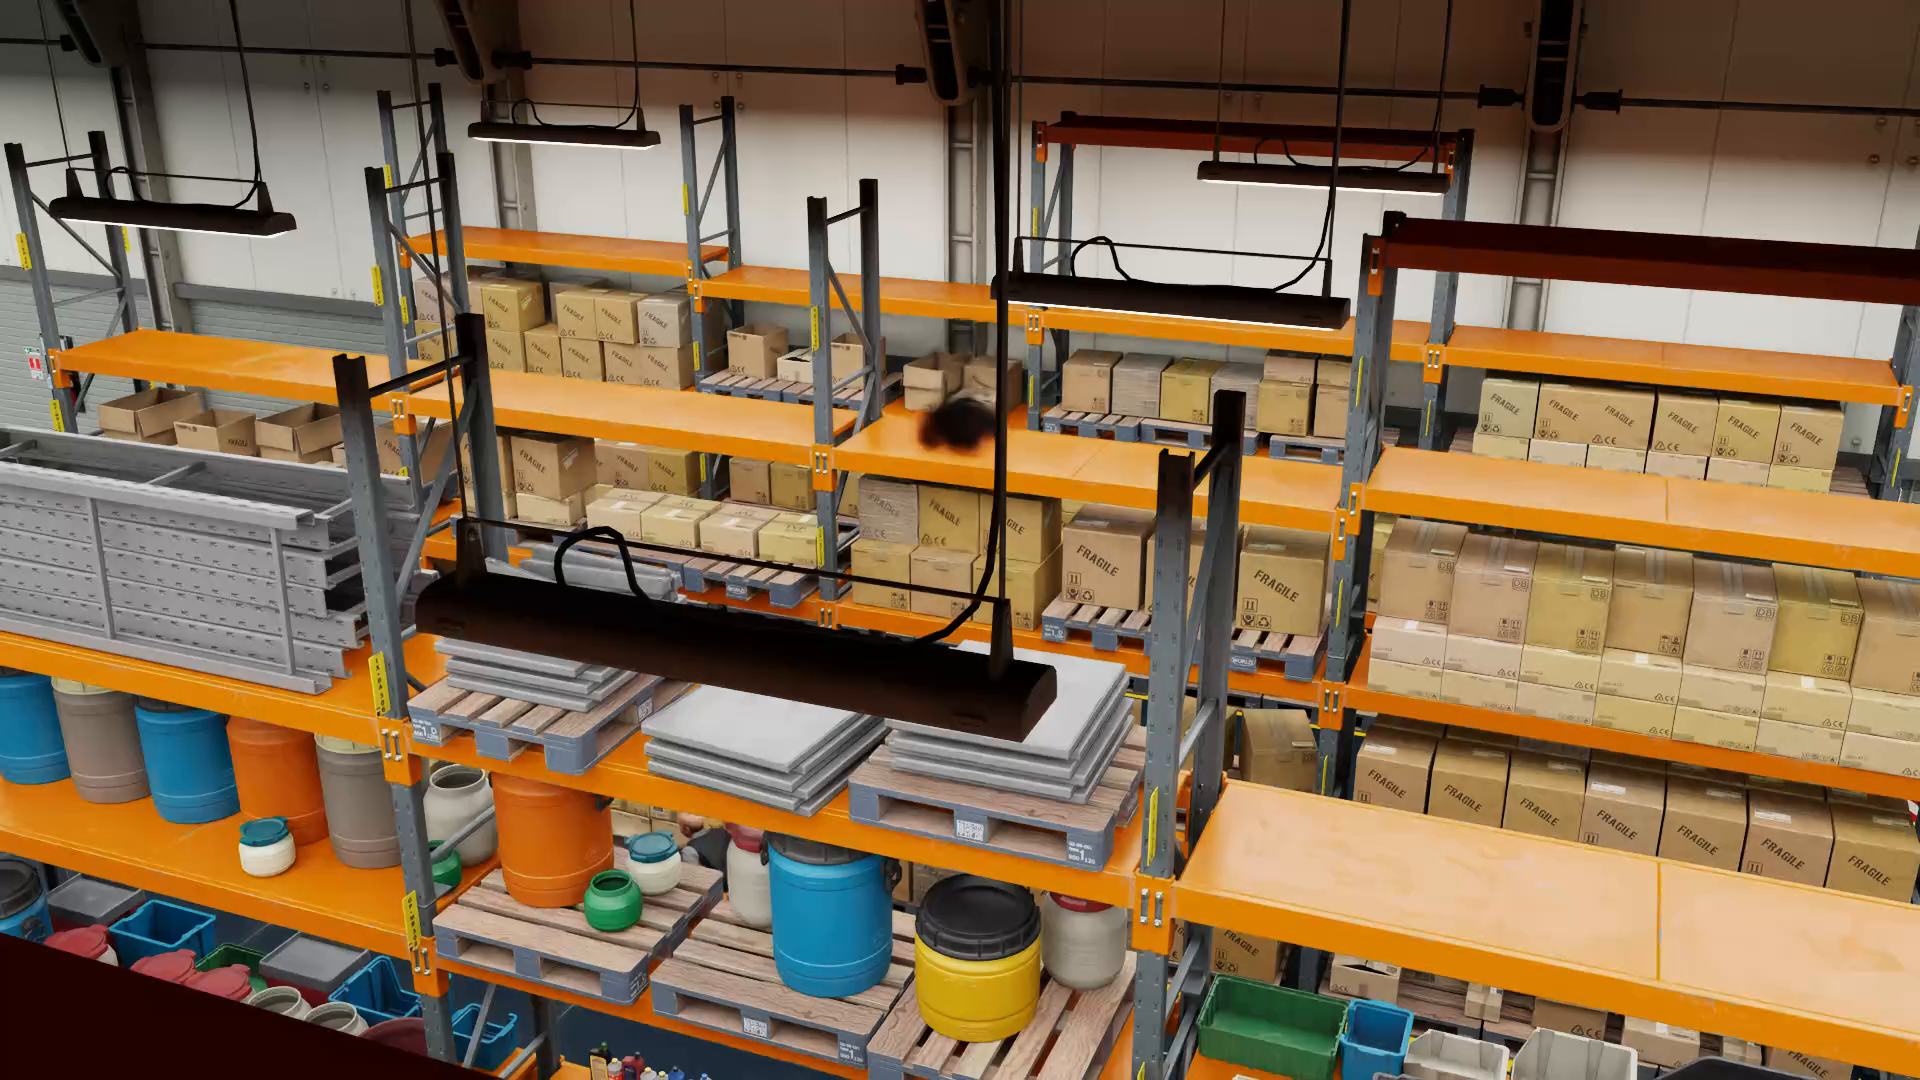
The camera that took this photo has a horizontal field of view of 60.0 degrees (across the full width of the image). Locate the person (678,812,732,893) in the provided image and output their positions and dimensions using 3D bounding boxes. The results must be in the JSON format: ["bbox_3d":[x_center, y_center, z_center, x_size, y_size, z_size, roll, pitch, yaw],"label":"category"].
[{"bbox_3d":[-1.837,2.846,12.778,0.830,1.541,0.684,13,24,30],"label":"person"}]
